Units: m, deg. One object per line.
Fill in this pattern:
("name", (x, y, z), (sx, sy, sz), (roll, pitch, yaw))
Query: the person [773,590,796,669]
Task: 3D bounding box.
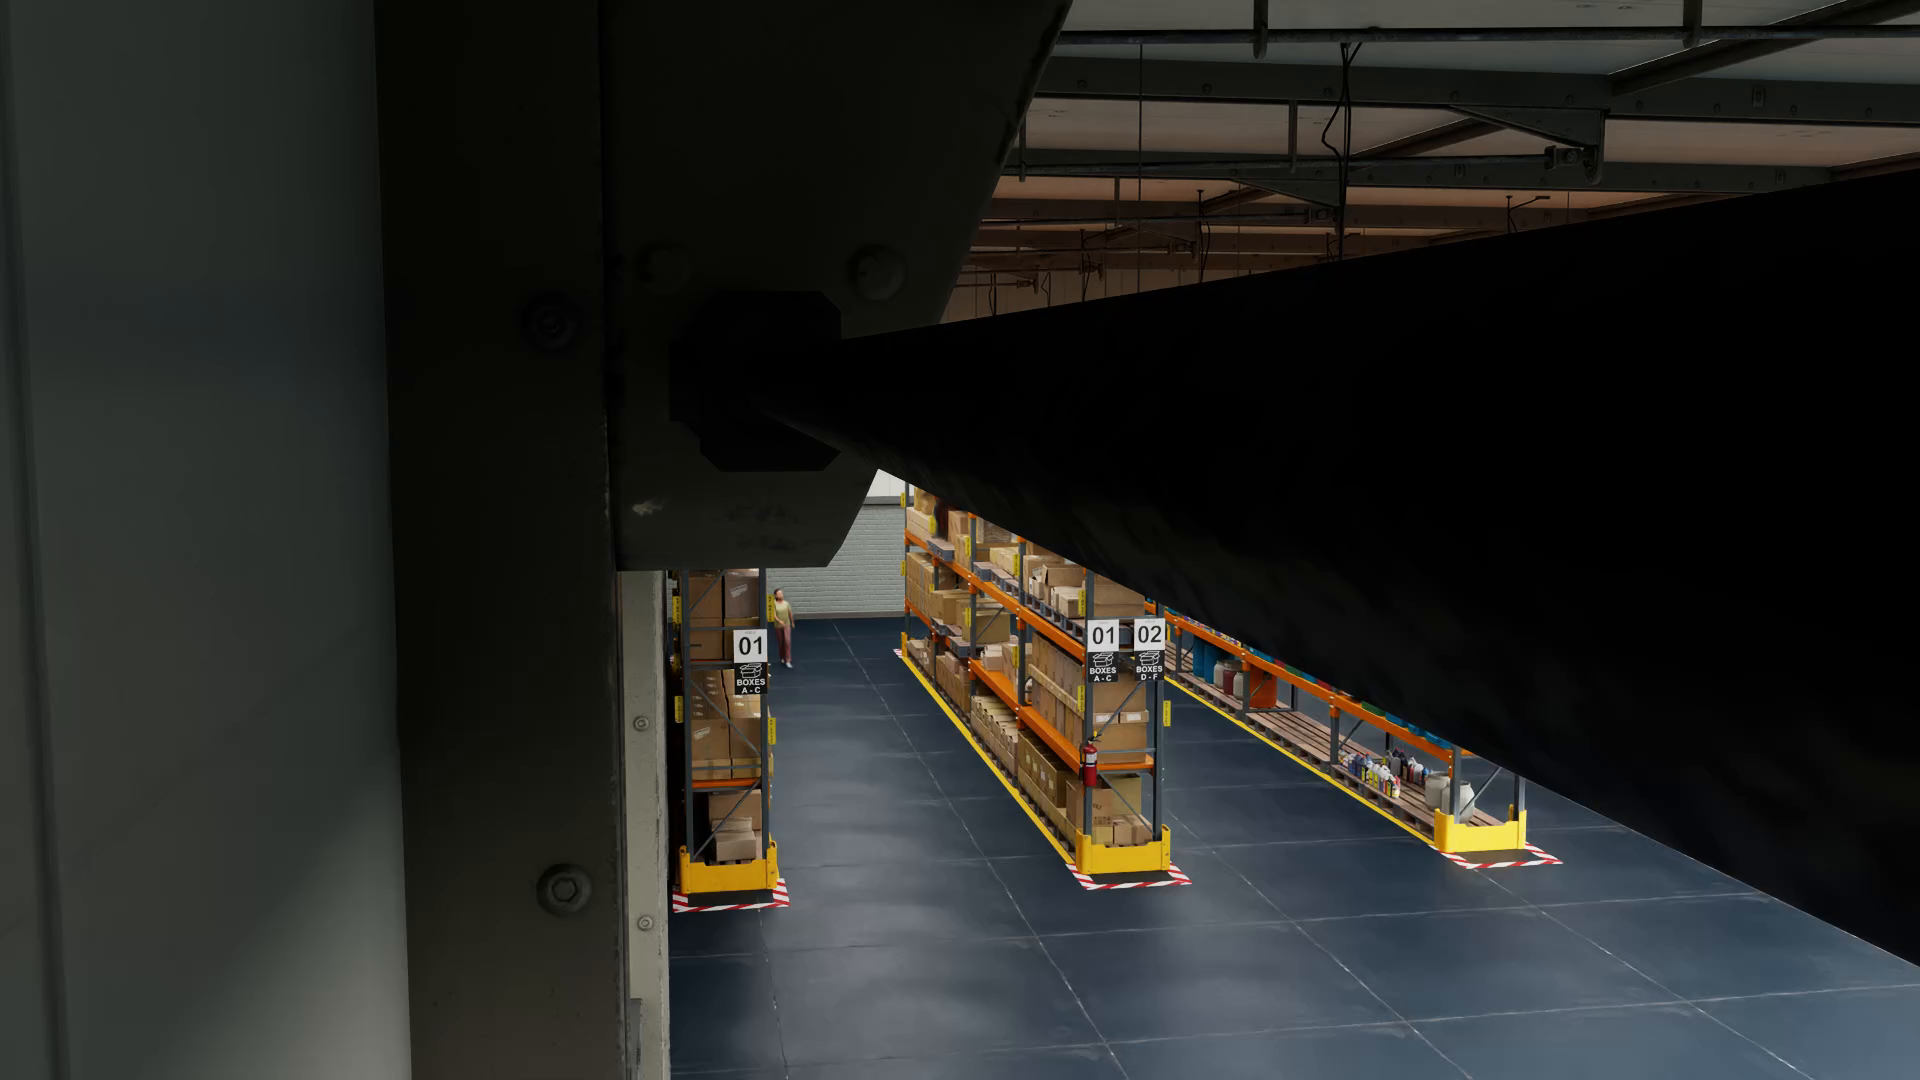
("person", (-3.750, 1.874, 35.304), (0.545, 1.631, 0.801), (-1, 6, -9))
